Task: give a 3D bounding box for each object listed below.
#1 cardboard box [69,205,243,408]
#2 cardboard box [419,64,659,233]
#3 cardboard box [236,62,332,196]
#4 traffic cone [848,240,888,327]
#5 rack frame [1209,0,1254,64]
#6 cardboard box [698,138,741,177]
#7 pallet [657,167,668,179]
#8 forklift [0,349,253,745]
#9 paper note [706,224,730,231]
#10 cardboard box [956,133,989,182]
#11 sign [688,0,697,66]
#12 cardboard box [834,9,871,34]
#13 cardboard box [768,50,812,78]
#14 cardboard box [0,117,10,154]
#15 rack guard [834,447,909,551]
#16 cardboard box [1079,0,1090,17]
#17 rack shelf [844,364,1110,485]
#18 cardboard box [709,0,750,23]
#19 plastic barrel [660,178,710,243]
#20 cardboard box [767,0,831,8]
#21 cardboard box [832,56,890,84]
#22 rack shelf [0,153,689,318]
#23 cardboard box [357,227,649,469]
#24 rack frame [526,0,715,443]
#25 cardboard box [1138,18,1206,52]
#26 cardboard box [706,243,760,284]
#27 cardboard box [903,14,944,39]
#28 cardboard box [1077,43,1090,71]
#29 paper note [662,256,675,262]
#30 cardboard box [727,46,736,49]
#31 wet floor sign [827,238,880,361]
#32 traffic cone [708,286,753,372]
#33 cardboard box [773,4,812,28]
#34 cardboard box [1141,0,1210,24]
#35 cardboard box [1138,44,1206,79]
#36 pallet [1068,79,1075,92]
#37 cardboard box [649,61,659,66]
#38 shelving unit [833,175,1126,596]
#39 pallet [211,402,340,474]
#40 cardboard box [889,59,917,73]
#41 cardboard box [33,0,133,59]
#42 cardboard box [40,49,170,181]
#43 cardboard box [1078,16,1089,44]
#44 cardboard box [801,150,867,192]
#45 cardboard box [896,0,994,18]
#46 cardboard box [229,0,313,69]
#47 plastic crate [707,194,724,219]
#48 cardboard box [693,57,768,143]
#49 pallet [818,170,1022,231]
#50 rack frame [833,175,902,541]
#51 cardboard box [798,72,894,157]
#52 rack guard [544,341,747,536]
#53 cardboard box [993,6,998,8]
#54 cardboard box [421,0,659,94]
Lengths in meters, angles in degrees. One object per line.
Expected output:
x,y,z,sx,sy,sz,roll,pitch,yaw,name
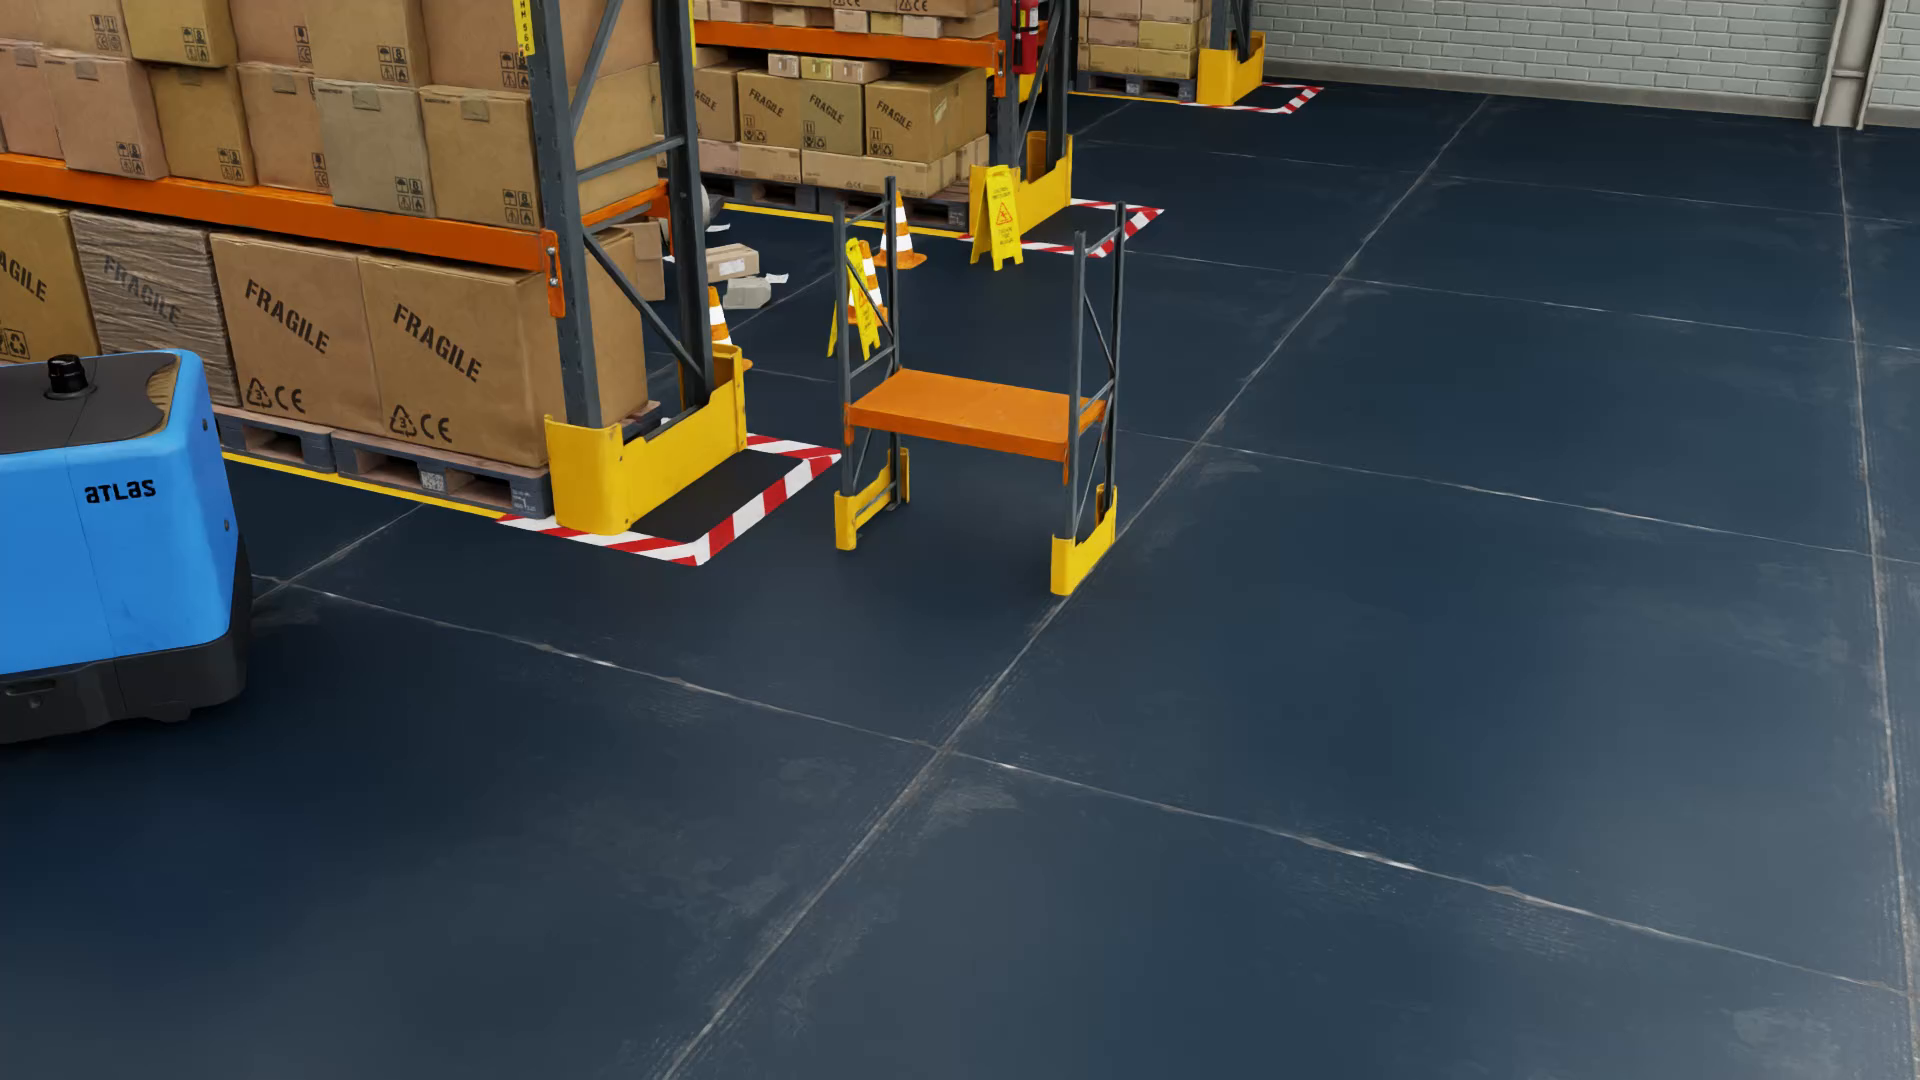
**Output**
-3.722,-1.285,8.393,0.875,0.875,0.875,12,28,22,cardboard box
-1.803,-1.741,7.221,0.550,0.550,0.875,11,28,22,cardboard box
-2.771,-1.986,7.718,0.550,0.550,0.875,11,28,22,cardboard box
-0.565,-1.547,9.867,0.334,0.463,0.336,11,28,22,traffic cone
2.562,-5.630,15.289,0.127,3.000,1.000,11,28,22,rack frame
-1.731,-2.914,12.410,0.500,0.250,0.500,11,28,21,cardboard box
-2.505,-3.005,13.115,1.213,0.211,1.003,11,28,22,pallet
-4.154,-0.679,5.311,3.031,2.935,1.130,-9,28,-17,forklift
-1.699,-2.194,11.672,0.148,0.019,0.142,2,26,4,paper note
-0.109,-2.847,12.274,0.500,0.250,0.500,11,28,21,cardboard box
-1.211,-2.270,7.396,0.005,0.325,0.100,11,28,22,sign
-0.667,-3.595,11.440,0.250,0.149,0.380,12,29,23,cardboard box
-1.156,-3.393,11.801,0.250,0.149,0.380,13,29,24,cardboard box
-4.747,-2.360,8.479,0.550,0.550,0.875,11,28,22,cardboard box
-0.384,-0.189,7.351,0.087,0.250,0.587,11,28,22,rack guard
1.083,-5.171,15.863,0.500,0.250,0.500,12,29,22,cardboard box
0.078,-0.496,6.966,1.000,0.185,0.538,11,28,22,rack shelf
-1.575,-3.793,11.842,0.250,0.149,0.380,11,28,22,cardboard box
-1.997,-2.246,11.333,0.512,0.421,0.421,-12,29,-23,plastic barrel
-1.006,-3.986,11.501,0.500,0.500,0.500,11,28,22,cardboard box
-0.689,-3.297,11.605,0.250,0.149,0.380,12,29,23,cardboard box
-3.267,-1.667,8.055,4.000,0.370,1.077,11,28,22,rack shelf
-2.091,-0.957,7.728,0.875,0.875,0.875,12,28,22,cardboard box
-1.447,-1.624,7.154,0.127,3.000,1.000,11,28,22,rack frame
1.989,-4.772,15.618,0.500,0.250,0.500,11,28,21,cardboard box
-1.518,-1.782,10.700,0.380,0.149,0.250,-18,31,-31,cardboard box
-0.195,-3.505,11.257,0.250,0.149,0.380,11,28,21,cardboard box
1.103,-4.733,16.105,0.500,0.250,0.500,12,29,22,cardboard box
-1.885,-1.884,11.055,0.142,0.019,0.148,23,35,39,paper note
-2.017,-3.563,12.880,0.500,0.500,0.500,12,29,23,cardboard box
-0.601,-1.359,9.280,0.232,0.644,0.267,6,27,13,wet floor sign
-1.342,-1.154,9.071,0.334,0.463,0.336,11,28,22,traffic cone
-1.112,-3.709,11.671,0.250,0.149,0.380,11,28,21,cardboard box
2.013,-4.992,15.499,0.500,0.250,0.500,12,29,24,cardboard box
2.003,-4.543,15.720,0.500,0.250,0.500,12,28,22,cardboard box
0.742,-4.725,16.609,1.213,0.211,1.003,11,28,22,pallet
-2.148,-3.590,12.200,0.250,0.149,0.380,13,29,24,cardboard box
0.069,-0.659,6.890,1.083,1.500,0.587,11,28,22,shelving unit
-3.313,-0.712,8.457,1.213,0.211,1.003,11,28,22,pallet
-0.609,-3.281,12.307,0.500,0.500,0.500,10,28,20,cardboard box
-3.783,-2.618,7.780,0.550,0.550,0.875,11,28,22,cardboard box
-3.794,-2.123,7.996,0.550,0.550,0.875,11,28,22,cardboard box
1.058,-4.954,15.988,0.500,0.250,0.500,11,28,21,cardboard box
-0.805,-2.726,12.028,0.500,0.250,0.500,11,28,22,cardboard box
-0.098,-3.800,11.122,0.500,0.500,0.500,11,28,21,cardboard box
-2.761,-2.480,7.499,0.550,0.550,0.875,11,28,22,cardboard box
-2.041,-2.438,12.111,0.583,0.080,0.402,2,26,4,plastic crate
-1.742,-3.251,12.245,0.500,0.500,0.500,13,29,24,cardboard box
-0.284,-2.559,12.208,1.213,0.211,1.003,11,28,22,pallet
-0.385,-0.750,7.076,0.032,1.500,0.500,11,28,22,rack frame
-0.803,-3.060,11.858,0.500,0.500,0.500,12,29,24,cardboard box
-1.425,-0.499,7.697,0.348,0.500,1.175,11,28,22,rack guard
0.287,-3.666,11.584,0.250,0.149,0.380,11,28,22,cardboard box
-1.768,-2.260,7.051,0.550,0.550,0.875,11,28,22,cardboard box
